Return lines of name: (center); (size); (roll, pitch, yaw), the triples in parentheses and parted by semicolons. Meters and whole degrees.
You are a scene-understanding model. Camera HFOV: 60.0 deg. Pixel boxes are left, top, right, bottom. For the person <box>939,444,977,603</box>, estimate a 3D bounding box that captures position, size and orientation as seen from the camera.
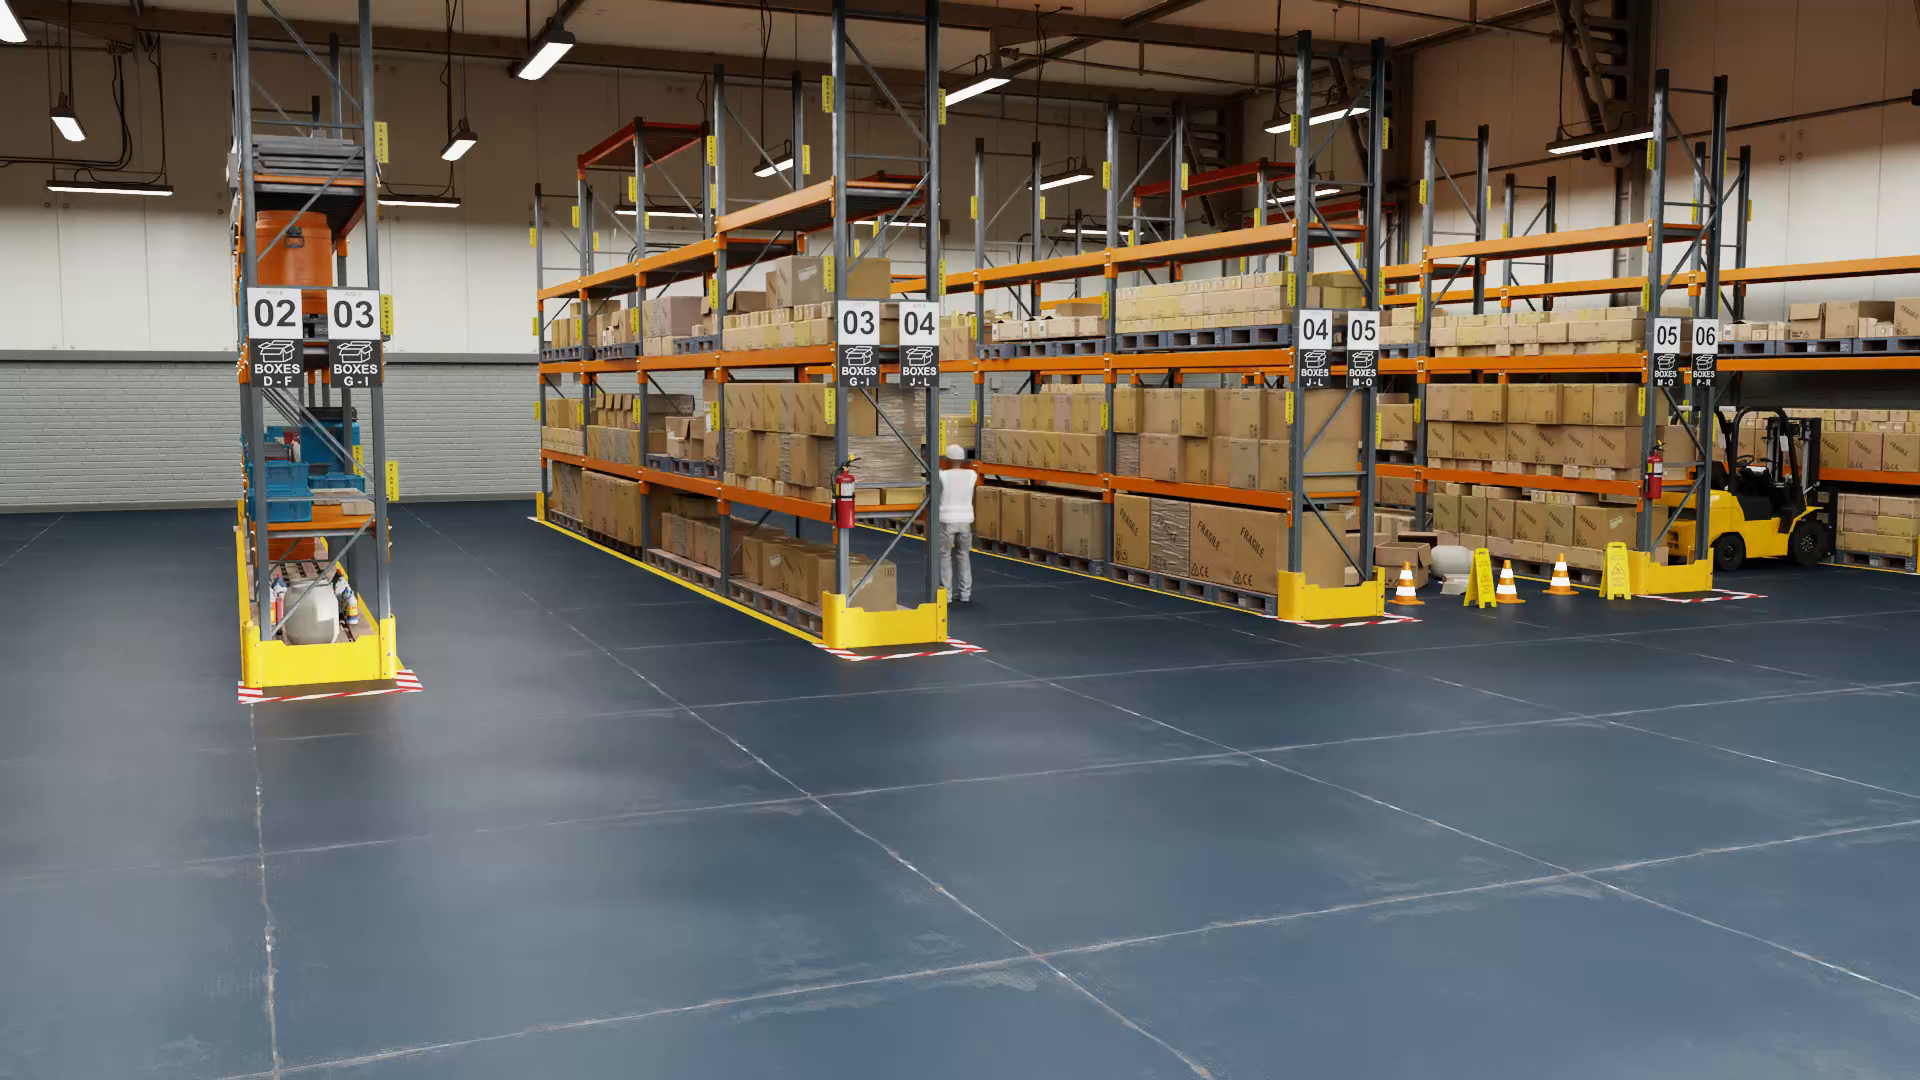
person: (-0.107, -0.198, 18.753); (0.487, 1.778, 0.574); (-2, 6, -23)
